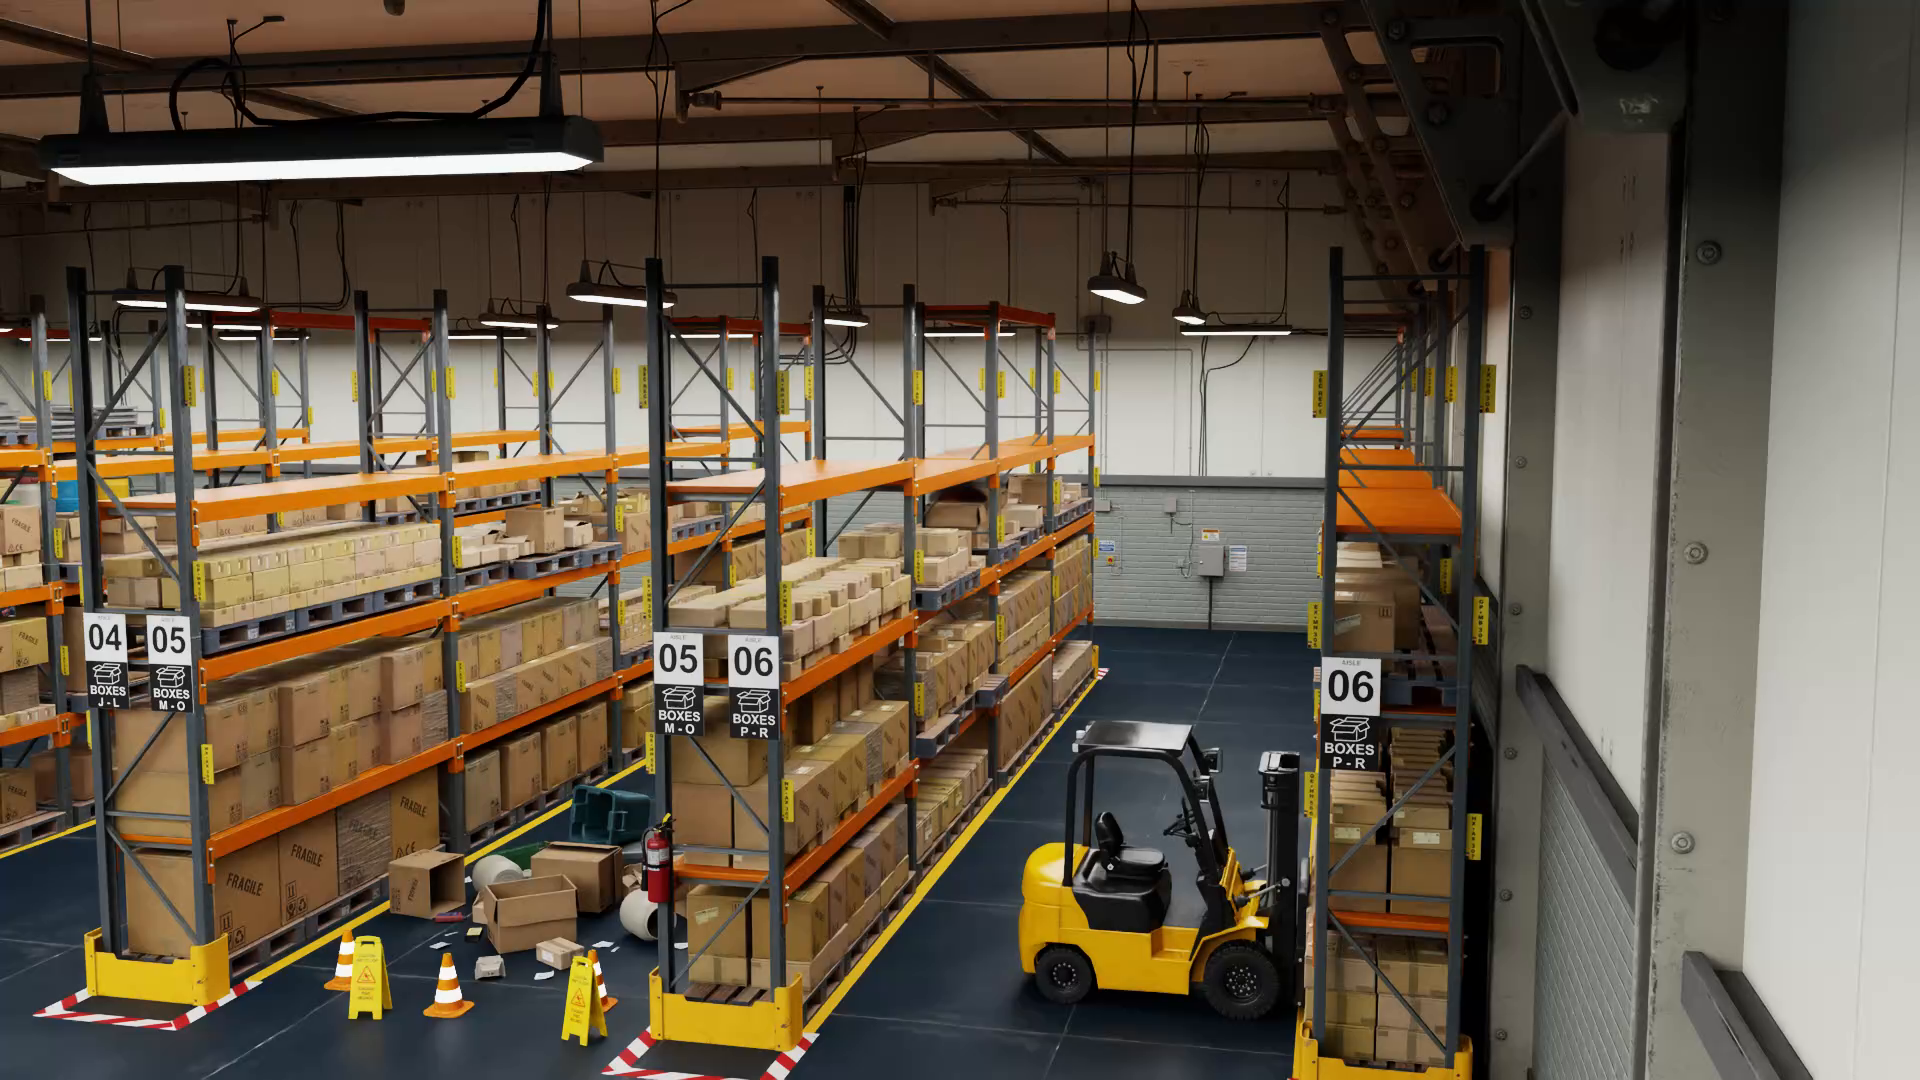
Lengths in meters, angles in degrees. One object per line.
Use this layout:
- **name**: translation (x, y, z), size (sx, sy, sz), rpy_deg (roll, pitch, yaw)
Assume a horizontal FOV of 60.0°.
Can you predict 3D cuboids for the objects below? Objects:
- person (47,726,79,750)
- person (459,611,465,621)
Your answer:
- **person**: translation (-11.493, 2.249, 21.307), size (0.347, 1.640, 0.520), rpy_deg (6, 8, 44)
- **person**: translation (-7.466, 1.789, 24.939), size (0.716, 1.726, 1.031), rpy_deg (1, 6, 11)
